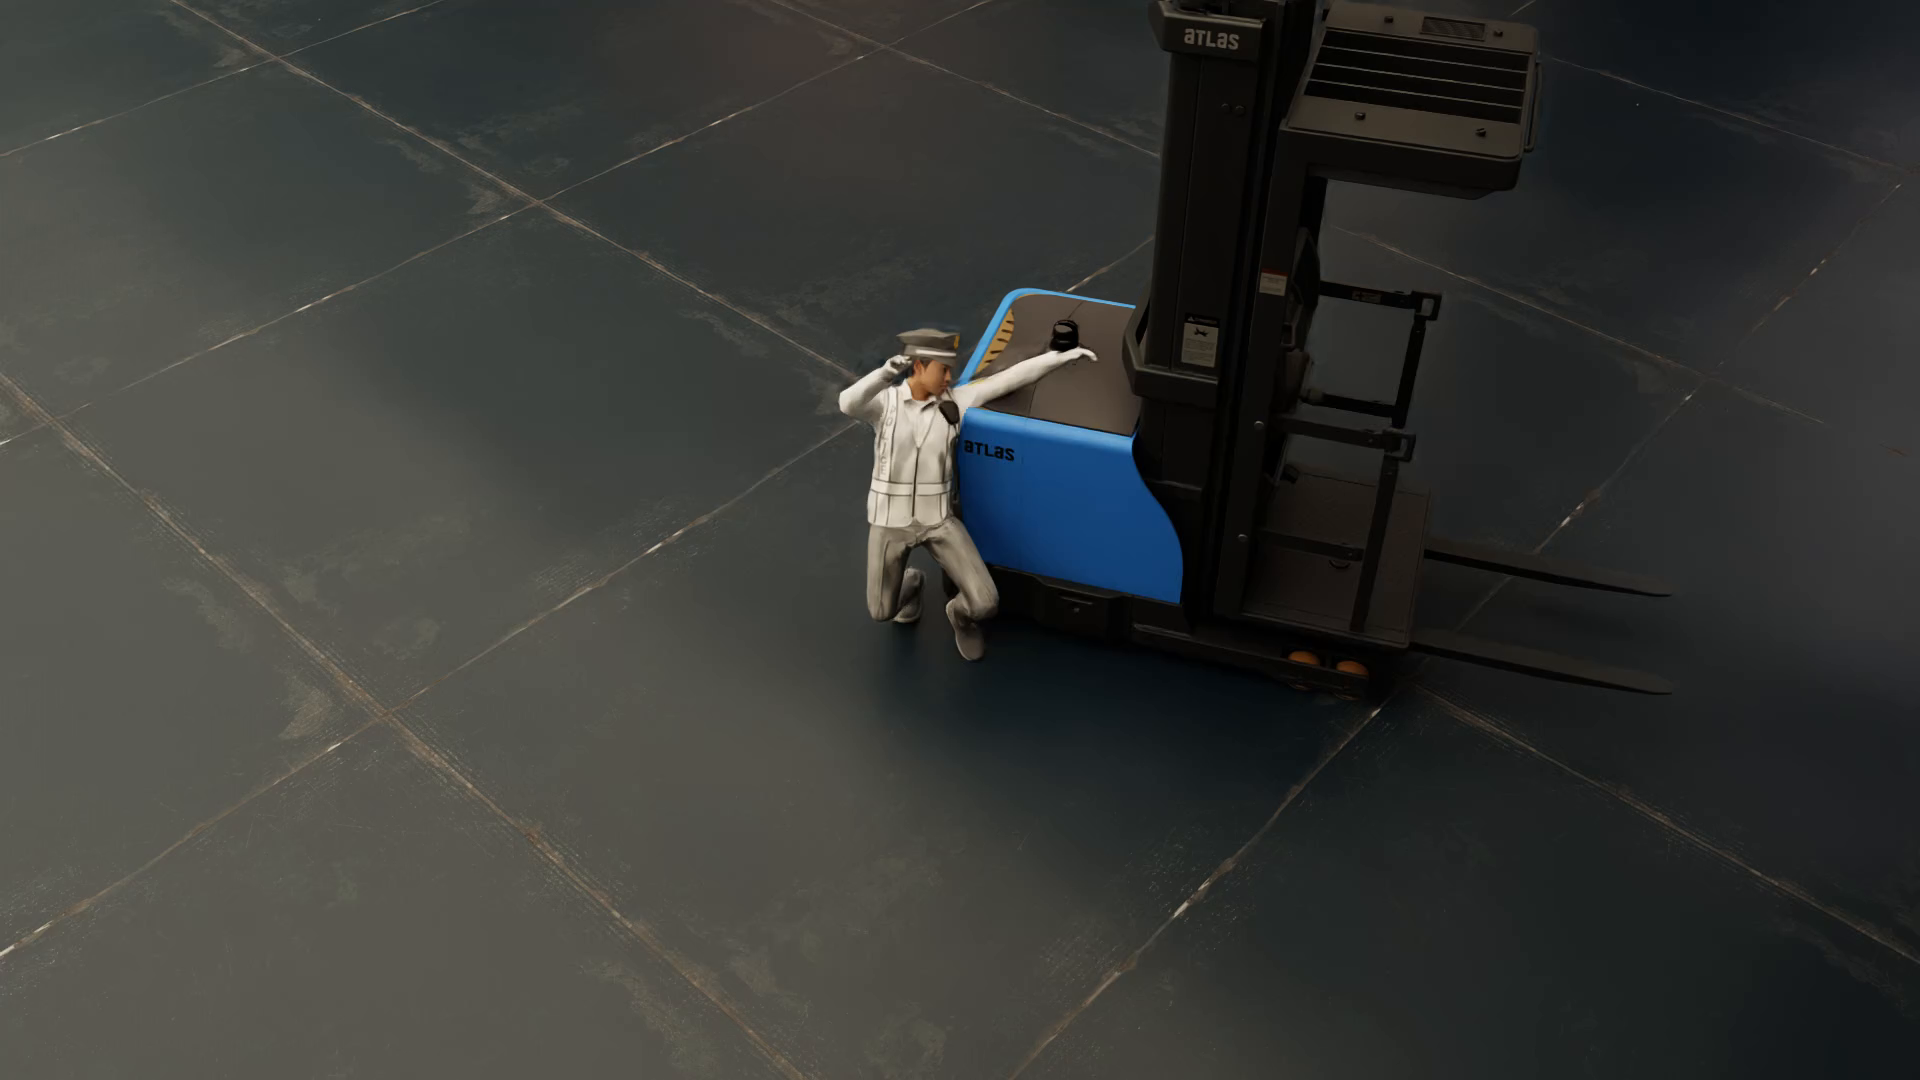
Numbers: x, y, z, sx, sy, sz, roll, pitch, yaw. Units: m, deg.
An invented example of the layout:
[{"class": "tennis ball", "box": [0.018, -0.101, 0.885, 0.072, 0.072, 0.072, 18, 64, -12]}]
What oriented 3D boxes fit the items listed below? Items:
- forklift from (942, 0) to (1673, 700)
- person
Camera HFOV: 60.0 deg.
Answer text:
[{"class": "forklift", "box": [1.497, -0.838, 6.405, 3.031, 2.935, 1.130, 12, 42, 13]}, {"class": "person", "box": [0.036, -0.190, 6.726, 1.005, 1.565, 0.818, -2, 41, -2]}]
